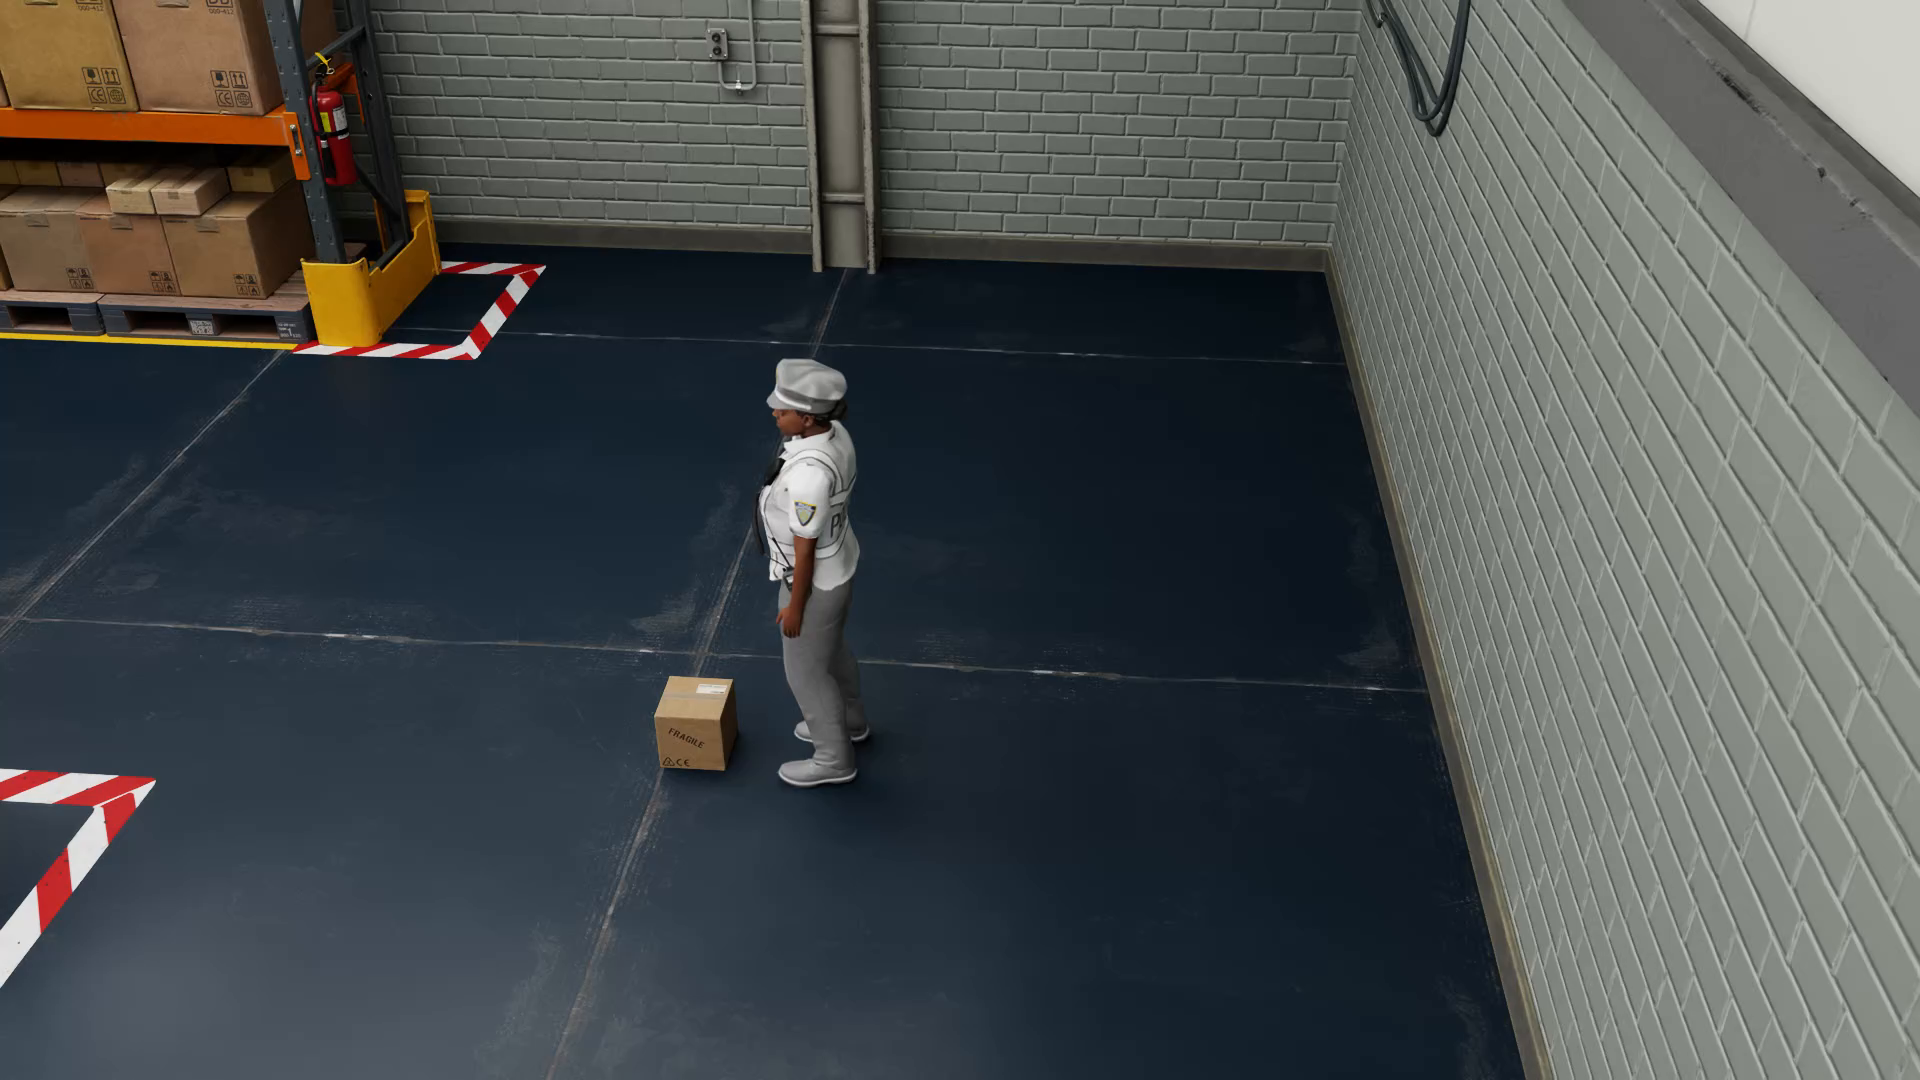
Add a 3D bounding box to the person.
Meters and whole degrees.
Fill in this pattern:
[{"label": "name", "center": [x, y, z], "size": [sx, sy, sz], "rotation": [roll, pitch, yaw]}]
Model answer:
[{"label": "person", "center": [-0.530, 0.137, 5.915], "size": [0.341, 1.686, 0.439], "rotation": [3, 32, 5]}]
